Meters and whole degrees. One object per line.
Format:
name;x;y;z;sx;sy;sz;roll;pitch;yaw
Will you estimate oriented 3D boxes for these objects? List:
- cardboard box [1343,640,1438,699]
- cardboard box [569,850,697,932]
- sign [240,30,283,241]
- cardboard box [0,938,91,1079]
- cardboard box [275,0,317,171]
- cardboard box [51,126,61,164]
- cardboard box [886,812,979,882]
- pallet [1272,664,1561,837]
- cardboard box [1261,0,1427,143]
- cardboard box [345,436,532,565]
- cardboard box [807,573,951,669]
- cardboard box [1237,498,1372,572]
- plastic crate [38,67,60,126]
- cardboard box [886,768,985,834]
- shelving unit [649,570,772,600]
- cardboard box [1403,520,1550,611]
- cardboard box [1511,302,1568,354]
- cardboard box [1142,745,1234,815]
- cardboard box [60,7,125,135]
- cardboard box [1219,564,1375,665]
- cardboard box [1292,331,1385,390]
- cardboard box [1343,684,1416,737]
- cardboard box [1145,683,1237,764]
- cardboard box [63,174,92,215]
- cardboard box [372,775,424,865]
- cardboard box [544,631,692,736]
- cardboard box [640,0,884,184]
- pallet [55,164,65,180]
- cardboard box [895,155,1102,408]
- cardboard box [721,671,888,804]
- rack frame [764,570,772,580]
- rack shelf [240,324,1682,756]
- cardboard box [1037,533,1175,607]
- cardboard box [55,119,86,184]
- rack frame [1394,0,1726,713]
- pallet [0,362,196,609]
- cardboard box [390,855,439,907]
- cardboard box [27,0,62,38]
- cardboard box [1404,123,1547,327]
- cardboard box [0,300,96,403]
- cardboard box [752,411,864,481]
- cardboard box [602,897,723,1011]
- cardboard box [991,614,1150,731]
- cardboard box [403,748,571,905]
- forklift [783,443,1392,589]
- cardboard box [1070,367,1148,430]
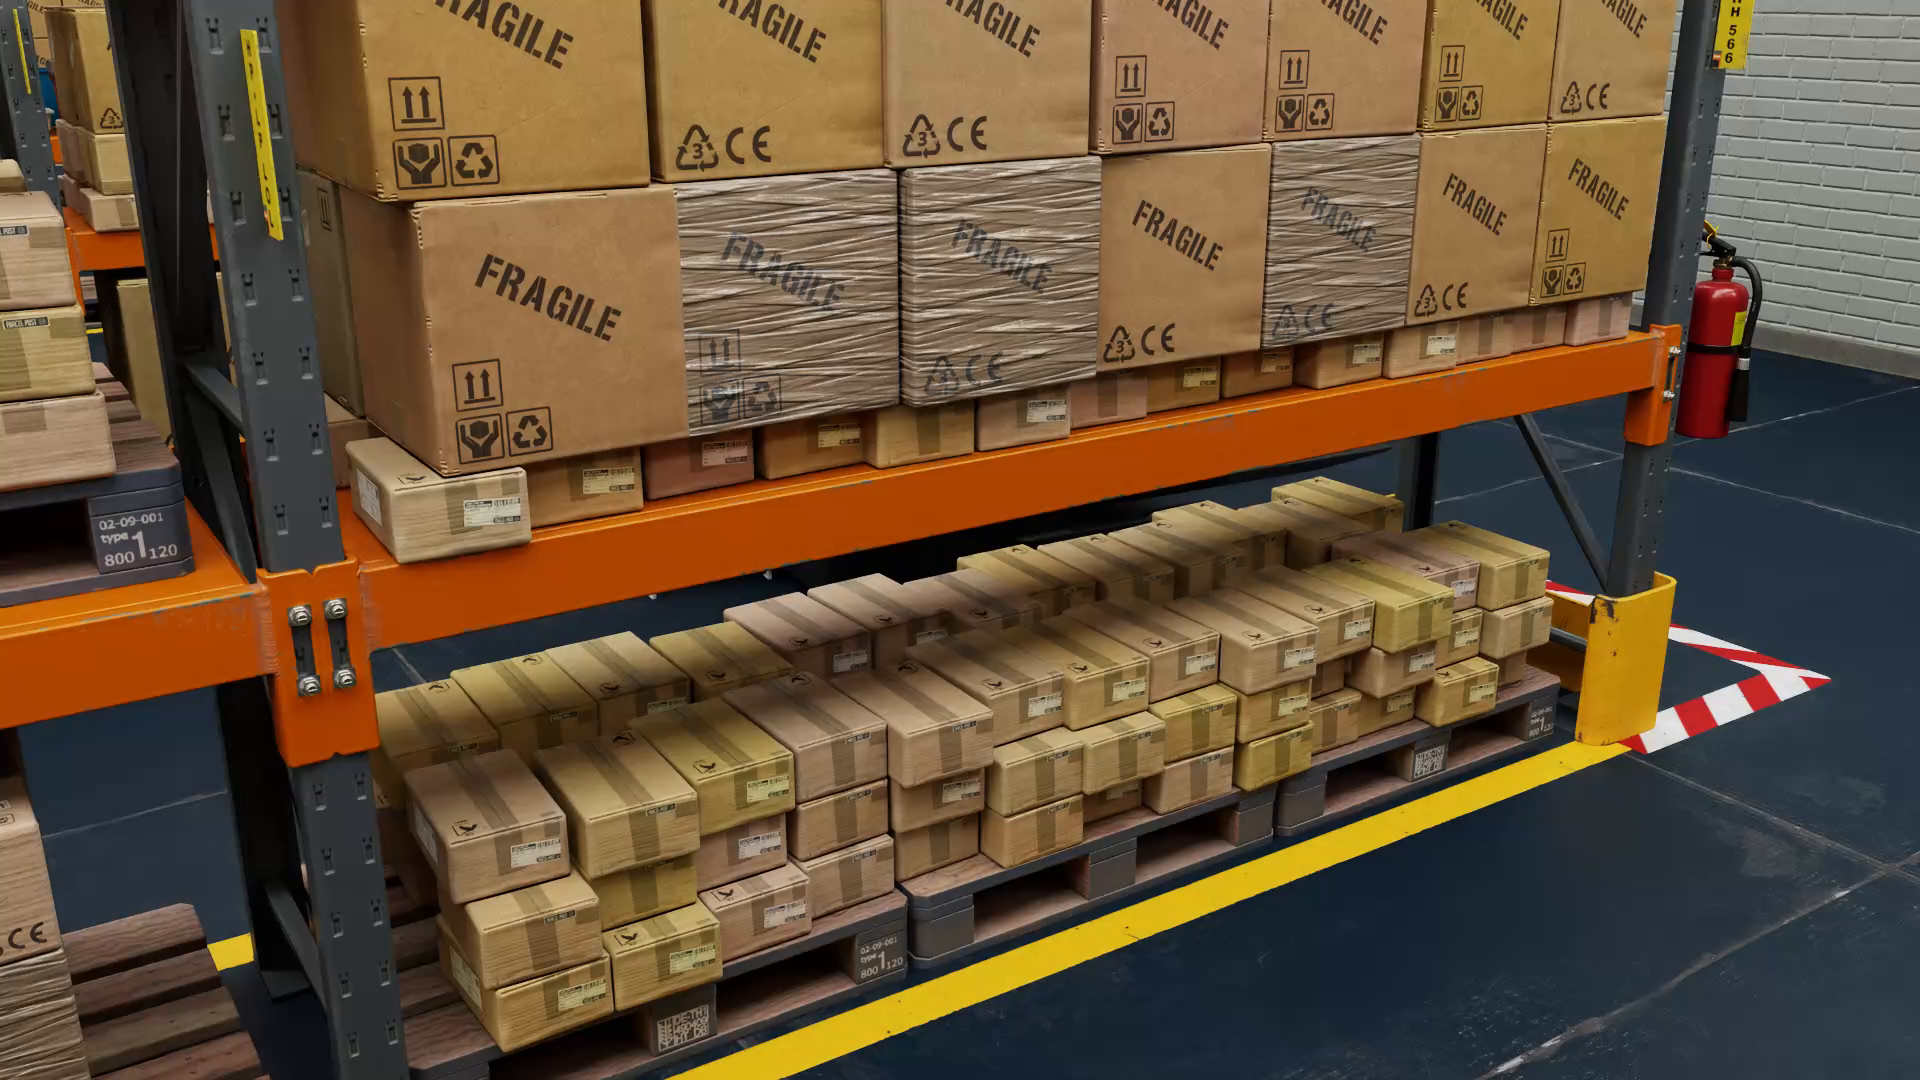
cardboard box;1.190;0.317;4.956;0.250;0.149;0.380;-13;23;-34
cardboard box;-0.793;0.713;3.783;0.250;0.149;0.380;-12;22;-31
sign;-1.125;-0.651;2.680;0.005;0.325;0.100;-12;22;-31
cardboard box;-1.913;0.932;3.051;0.500;0.500;0.500;-12;22;-32
cardboard box;-1.190;-1.068;3.538;0.500;0.500;0.500;-13;23;-33
cardboard box;-11.147;-4.777;19.938;0.500;0.500;0.700;-12;22;-32
cardboard box;-0.161;0.703;4.277;0.250;0.149;0.380;-13;23;-34
pallet;1.146;0.513;5.399;1.213;0.211;1.003;-12;22;-31
cardboard box;0.809;-1.287;4.186;0.500;0.500;0.500;-11;21;-29
cardboard box;-1.017;-0.094;3.232;0.250;0.149;0.380;-11;22;-29
cardboard box;-0.231;0.237;4.726;0.250;0.149;0.380;-13;23;-33
cardboard box;1.119;-0.003;5.438;0.250;0.149;0.380;-11;22;-30
plastic crate;-6.599;-3.114;11.705;0.575;0.384;0.392;-12;22;-31
cardboard box;-0.139;0.572;4.202;0.250;0.149;0.380;-11;21;-29
shelving unit;-1.044;-0.405;6.569;0.503;1.200;0.258;-10;21;-26
cardboard box;1.604;0.075;5.205;0.250;0.149;0.380;-12;22;-31
cardboard box;1.562;-0.670;4.934;0.250;0.149;0.380;-12;22;-31
cardboard box;0.538;0.592;4.606;0.250;0.149;0.380;-11;22;-30
cardboard box;-3.536;-2.036;7.183;0.500;0.500;0.500;-12;22;-31
cardboard box;0.965;0.213;4.799;0.250;0.149;0.380;-13;23;-34
cardboard box;0.924;-0.532;4.526;0.250;0.149;0.380;-13;23;-34
cardboard box;1.155;0.441;5.054;0.250;0.149;0.380;-12;22;-32
cardboard box;0.541;0.451;4.557;0.250;0.149;0.380;-11;21;-29
cardboard box;-4.003;-1.618;7.738;0.250;0.149;0.380;-12;22;-31
cardboard box;-1.345;0.619;4.060;0.250;0.149;0.380;-11;22;-30
cardboard box;-0.884;0.385;4.288;0.250;0.149;0.380;-12;22;-32
cardboard box;-0.498;-1.022;3.404;0.500;0.500;0.500;-13;22;-33
pallet;-10.552;-4.578;20.457;1.213;0.211;1.003;-12;22;-31
cardboard box;-0.032;-0.627;3.795;0.500;0.500;0.500;-12;22;-33
cardboard box;-0.380;0.471;4.034;0.250;0.149;0.380;-13;22;-33
rack frame;-0.828;-0.441;6.677;0.015;1.200;0.240;-10;21;-26
rack shelf;0.237;-0.262;4.460;4.000;0.370;1.077;-12;22;-31
cardboard box;0.439;0.119;5.077;0.250;0.149;0.380;-11;22;-29
cardboard box;-3.853;-1.813;7.694;0.500;0.250;0.500;-12;22;-32
rack frame;1.907;-0.955;5.387;0.127;3.000;1.000;-12;22;-31
pallet;-2.152;-0.064;3.051;1.213;0.211;1.003;-12;22;-31
cardboard box;-1.293;0.741;4.166;0.250;0.149;0.380;-12;22;-31
cardboard box;-8.543;-4.865;15.236;0.500;0.500;0.500;-13;22;-33
cardboard box;1.240;-0.906;4.621;0.500;0.500;0.500;-12;22;-32
cardboard box;-1.657;-0.349;2.865;0.250;0.149;0.380;-11;22;-30
cardboard box;-0.418;-0.267;3.743;0.250;0.149;0.380;-13;23;-34
cardboard box;-0.730;0.876;3.766;0.250;0.149;0.380;-11;22;-30
cardboard box;0.287;0.345;4.407;0.250;0.149;0.380;-12;22;-31
cardboard box;-1.032;0.614;3.613;0.250;0.149;0.380;-11;22;-29
forklift;0.549;-1.482;7.053;3.031;2.935;1.130;-10;21;-26
cardboard box;0.255;-0.399;4.133;0.250;0.149;0.380;-11;22;-29
